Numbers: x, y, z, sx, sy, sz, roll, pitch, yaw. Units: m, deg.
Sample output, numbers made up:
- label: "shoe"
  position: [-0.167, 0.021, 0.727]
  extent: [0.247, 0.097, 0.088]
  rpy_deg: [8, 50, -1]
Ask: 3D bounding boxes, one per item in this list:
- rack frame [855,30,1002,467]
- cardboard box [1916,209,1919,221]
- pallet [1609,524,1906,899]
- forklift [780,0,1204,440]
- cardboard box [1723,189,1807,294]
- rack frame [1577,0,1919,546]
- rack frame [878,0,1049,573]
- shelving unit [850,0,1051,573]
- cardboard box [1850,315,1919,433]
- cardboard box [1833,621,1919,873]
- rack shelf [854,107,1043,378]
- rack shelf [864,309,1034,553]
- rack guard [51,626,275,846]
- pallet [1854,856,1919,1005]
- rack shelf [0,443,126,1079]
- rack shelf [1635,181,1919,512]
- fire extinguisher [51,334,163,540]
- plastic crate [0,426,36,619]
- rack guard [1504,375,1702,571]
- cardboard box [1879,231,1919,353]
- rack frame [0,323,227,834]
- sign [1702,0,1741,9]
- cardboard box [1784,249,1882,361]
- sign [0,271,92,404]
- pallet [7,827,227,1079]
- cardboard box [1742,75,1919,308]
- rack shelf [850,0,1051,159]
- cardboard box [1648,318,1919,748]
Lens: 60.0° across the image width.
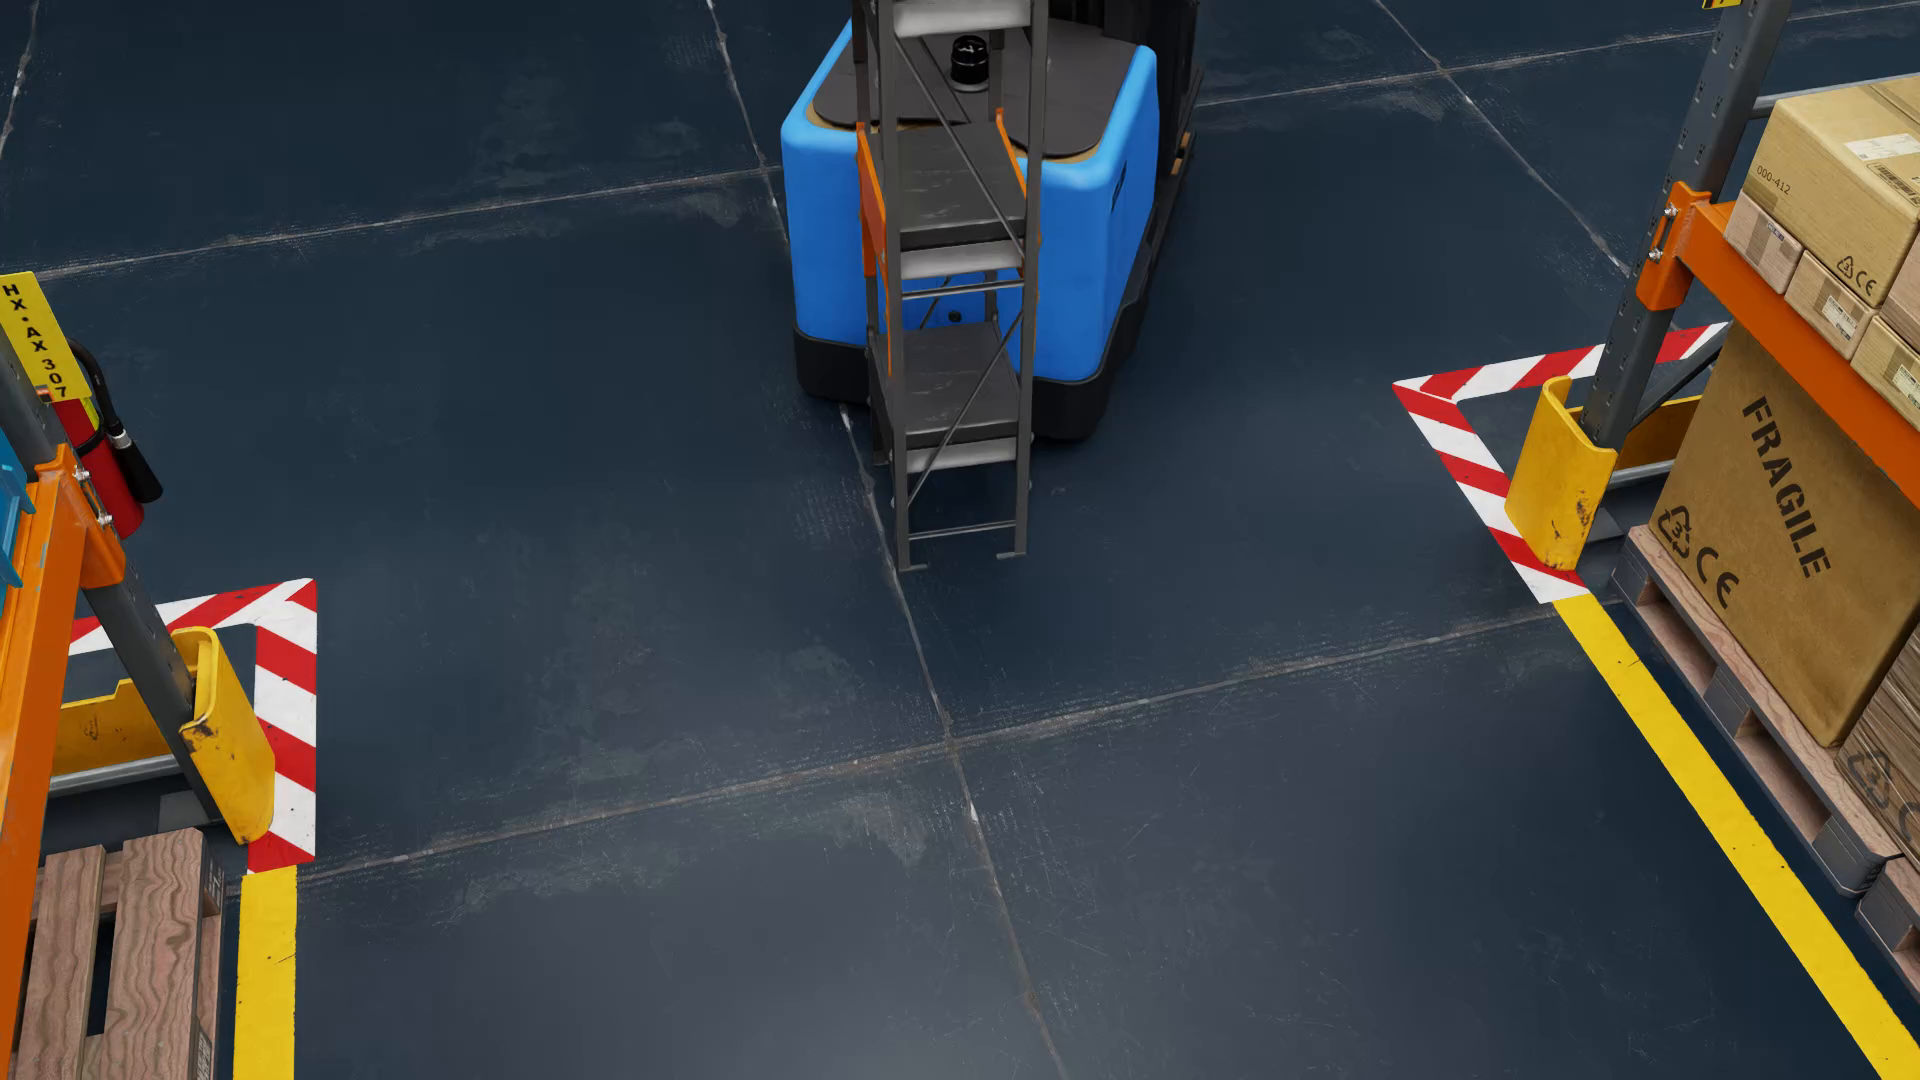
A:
- label: "rack frame"
  position: [-0.084, -1.006, 4.765]
  extent: [0.400, 2.100, 0.015]
  rpy_deg: [-8, 46, -8]
- label: "cardboard box"
  position: [2.341, -0.740, 3.246]
  extent: [0.500, 0.500, 0.500]
  rpy_deg: [-12, 47, -11]
- label: "pallet"
  position: [2.631, 0.362, 4.747]
  extent: [1.003, 0.211, 1.213]
  rpy_deg: [-11, 47, -10]
- label: "forklift"
  position: [0.322, -2.429, 5.578]
  extent: [1.130, 2.935, 3.031]
  rpy_deg: [11, 47, 11]
- label: "cardboard box"
  position: [2.123, -0.758, 4.069]
  extent: [0.380, 0.149, 0.250]
  rpy_deg: [-10, 46, -10]
- label: "rack frame"
  position: [2.351, -1.152, 4.278]
  extent: [1.000, 3.000, 0.127]
  rpy_deg: [-11, 47, -10]
- label: "rack frame"
  position: [0.008, -0.664, 4.430]
  extent: [0.400, 2.100, 0.015]
  rpy_deg: [-8, 46, -8]
- label: "shelving unit"
  position: [-0.038, -0.835, 4.598]
  extent: [0.431, 2.100, 0.503]
  rpy_deg: [-8, 46, -8]
- label: "cardboard box"
  position: [2.256, -0.405, 3.722]
  extent: [0.380, 0.149, 0.250]
  rpy_deg: [-12, 47, -11]
- label: "cardboard box"
  position: [2.825, 0.501, 3.853]
  extent: [0.875, 0.875, 0.875]
  rpy_deg: [-11, 47, -10]
- label: "rack shelf"
  position: [-0.038, -0.825, 4.607]
  extent: [0.431, 0.518, 0.480]
  rpy_deg: [-8, 46, -8]
- label: "rack shelf"
  position: [-0.039, -0.335, 5.107]
  extent: [0.431, 0.518, 0.480]
  rpy_deg: [-8, 46, -8]
- label: "rack guard"
  position: [-2.456, 0.615, 4.298]
  extent: [1.175, 0.500, 0.348]
  rpy_deg: [-11, 47, -10]
- label: "pallet"
  position: [2.940, 1.203, 3.924]
  extent: [1.003, 0.211, 1.213]
  rpy_deg: [-11, 47, -10]
- label: "rack shelf"
  position: [-1.925, 1.387, 2.295]
  extent: [1.077, 0.370, 4.000]
  rpy_deg: [-11, 47, -10]
- label: "rack shelf"
  position: [2.863, 0.481, 3.182]
  extent: [1.077, 0.370, 4.000]
  rpy_deg: [-11, 47, -10]
- label: "fire extinguisher"
  position: [-2.036, -0.276, 3.735]
  extent: [0.296, 0.674, 0.183]
  rpy_deg: [-11, 47, -10]
- label: "plastic crate"
  position: [-2.171, -0.082, 3.164]
  extent: [0.616, 0.435, 0.499]
  rpy_deg: [-11, 47, -10]
- label: "rack guard"
  position: [2.345, -0.293, 5.187]
  extent: [1.175, 0.500, 0.348]
  rpy_deg: [-11, 47, -10]
- label: "cardboard box"
  position: [2.352, -0.465, 3.502]
  extent: [0.500, 0.250, 0.500]
  rpy_deg: [-11, 47, -11]
- label: "rack frame"
  position: [-2.437, -0.246, 3.391]
  extent: [1.000, 3.000, 0.127]
  rpy_deg: [-11, 47, -10]
- label: "sign"
  position: [1.813, -1.385, 3.846]
  extent: [0.100, 0.325, 0.005]
  rpy_deg: [-11, 47, -10]
- label: "cardboard box"
  position: [2.190, -0.581, 3.896]
  extent: [0.380, 0.149, 0.250]
  rpy_deg: [-11, 47, -11]
- label: "sign"
  position: [-1.909, -0.415, 3.442]
  extent: [0.100, 0.325, 0.005]
  rpy_deg: [-11, 47, -10]
- label: "pallet"
  position: [-2.263, 1.306, 3.822]
  extent: [1.003, 0.211, 1.213]
  rpy_deg: [-11, 47, -10]
- label: "cardboard box"
  position: [2.213, -0.823, 3.853]
  extent: [0.500, 0.250, 0.500]
  rpy_deg: [-12, 47, -11]
- label: "rack shelf"
  position: [-0.037, -1.315, 4.108]
  extent: [0.431, 0.518, 0.480]
  rpy_deg: [-8, 46, -8]
- label: "cardboard box"
  position: [2.592, -0.128, 4.469]
  extent: [0.875, 0.875, 0.875]
  rpy_deg: [-11, 47, -10]
